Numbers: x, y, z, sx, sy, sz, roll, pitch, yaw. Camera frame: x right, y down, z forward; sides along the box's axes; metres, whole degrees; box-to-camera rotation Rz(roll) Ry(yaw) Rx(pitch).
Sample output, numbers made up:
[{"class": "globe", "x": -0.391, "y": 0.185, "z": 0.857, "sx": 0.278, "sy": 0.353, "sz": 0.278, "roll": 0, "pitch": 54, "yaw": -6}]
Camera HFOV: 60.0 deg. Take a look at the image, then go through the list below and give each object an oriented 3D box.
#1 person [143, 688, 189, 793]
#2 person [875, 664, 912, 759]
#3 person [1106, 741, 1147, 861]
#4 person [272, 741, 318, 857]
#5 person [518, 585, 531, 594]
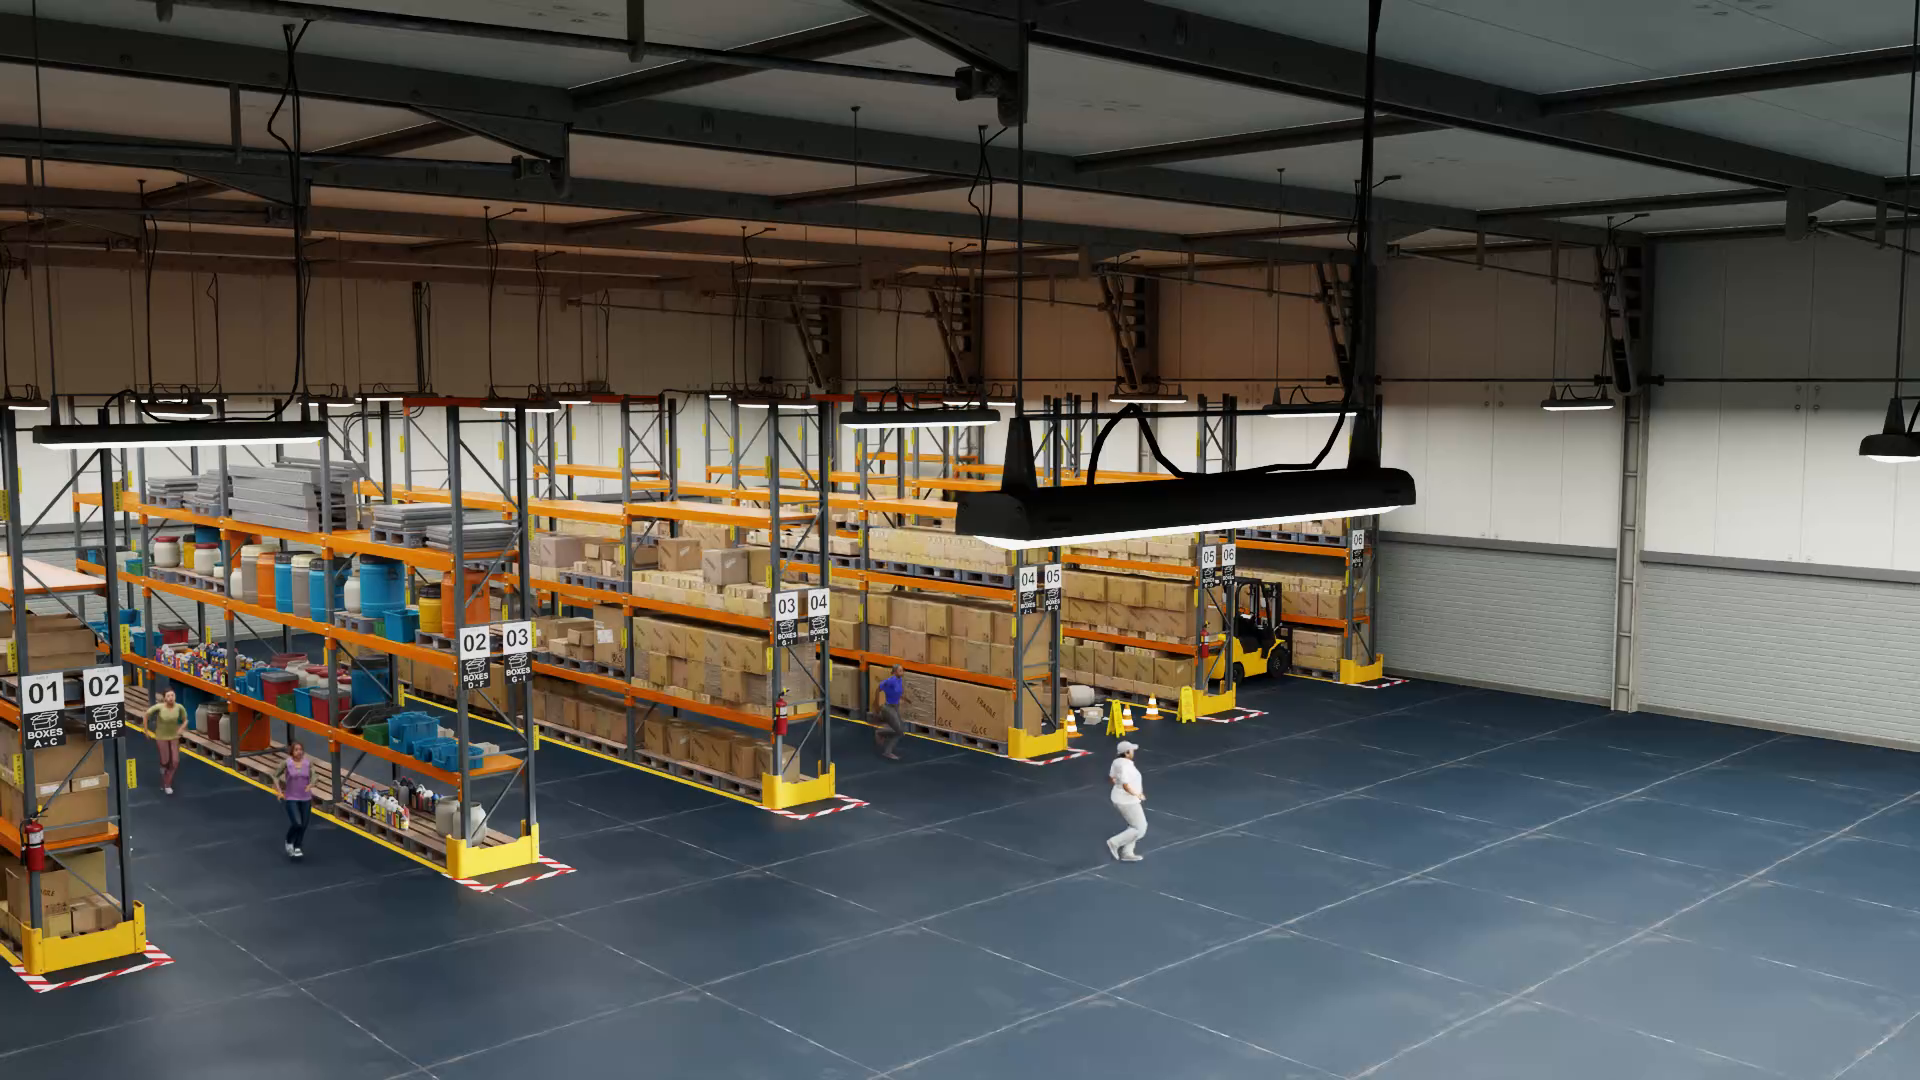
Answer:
[{"class": "person", "x": -12.193, "y": 3.074, "z": 25.576, "sx": 0.618, "sy": 1.620, "sz": 0.643, "roll": -4, "pitch": 7, "yaw": -38}, {"class": "person", "x": -1.110, "y": 2.869, "z": 27.795, "sx": 0.643, "sy": 1.588, "sz": 0.615, "roll": 3, "pitch": 6, "yaw": 28}, {"class": "person", "x": 2.150, "y": 3.424, "z": 21.758, "sx": 0.578, "sy": 1.615, "sz": 0.605, "roll": -2, "pitch": 6, "yaw": -16}, {"class": "person", "x": -8.714, "y": 3.427, "z": 21.893, "sx": 0.515, "sy": 1.552, "sz": 0.601, "roll": -4, "pitch": 7, "yaw": -38}, {"class": "person", "x": -9.889, "y": 1.791, "z": 37.863, "sx": 0.713, "sy": 1.745, "sz": 0.706, "roll": 5, "pitch": 8, "yaw": 43}]
